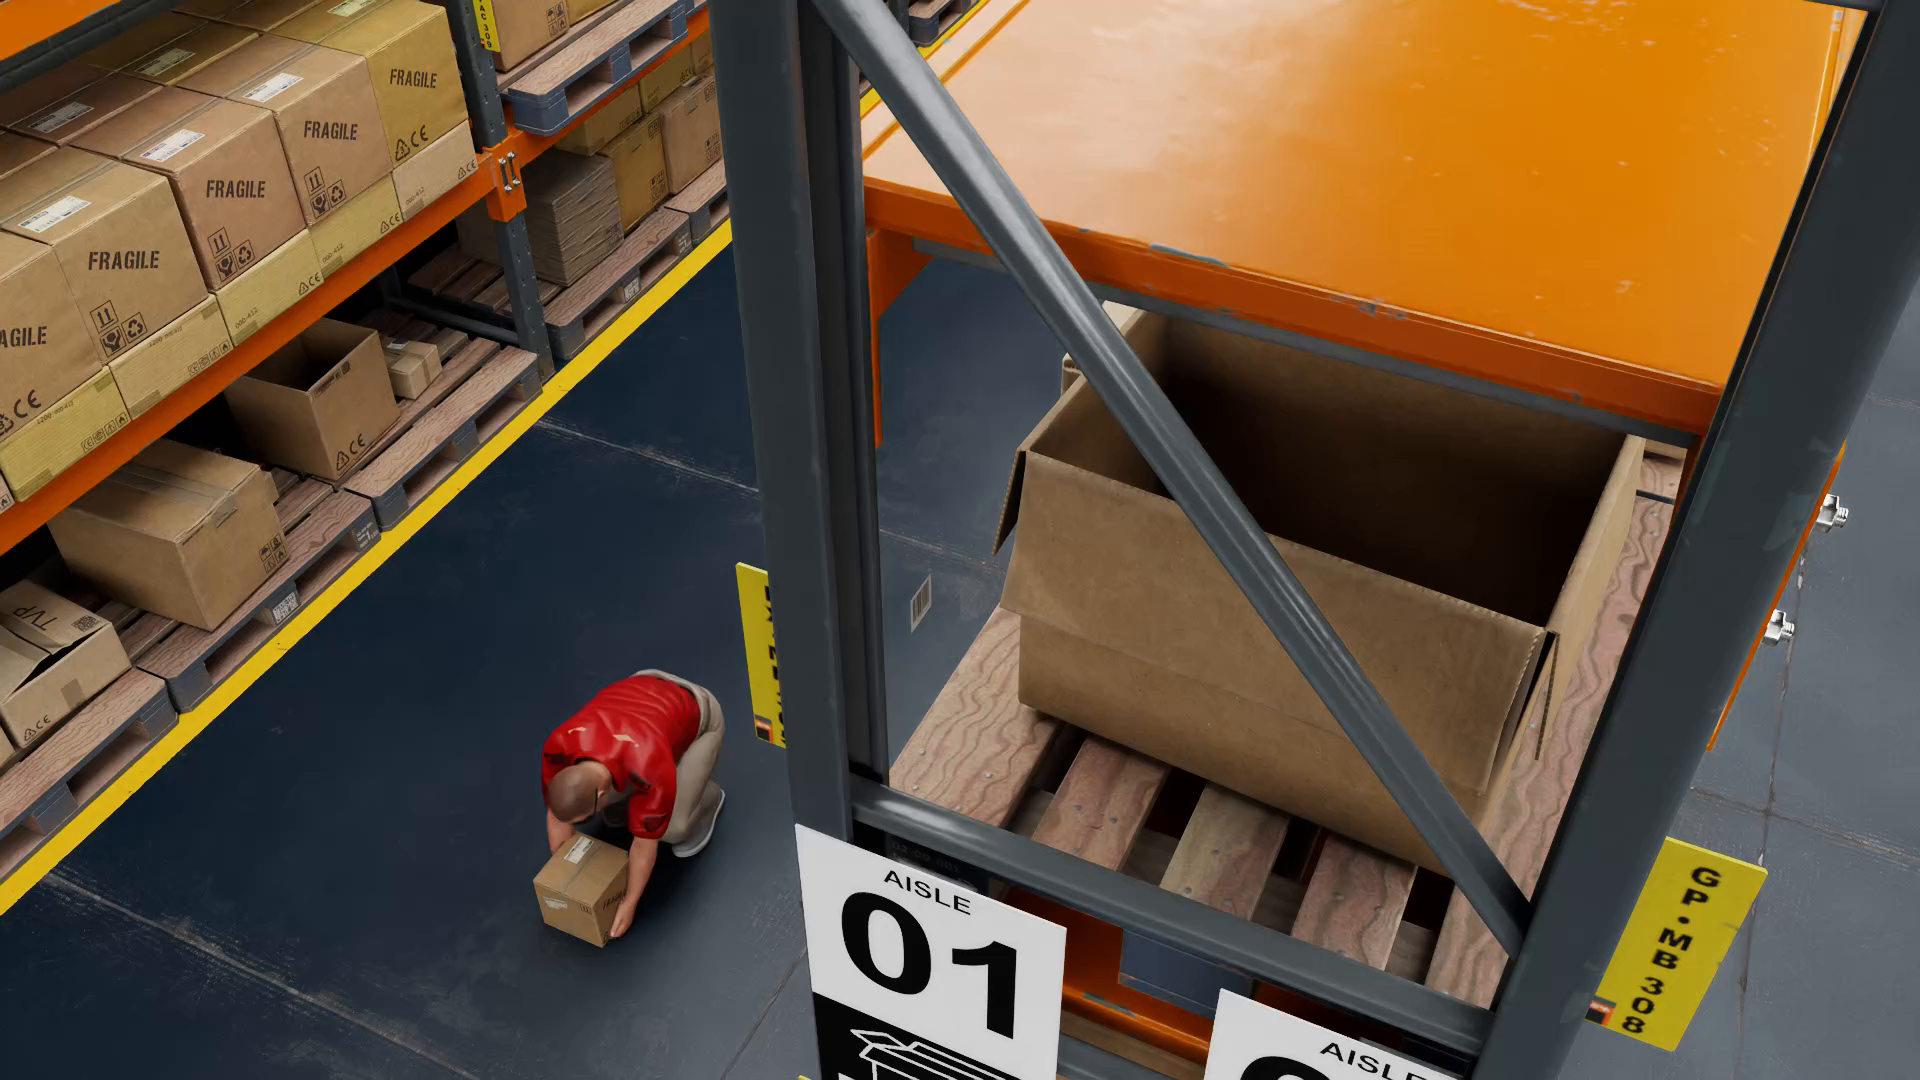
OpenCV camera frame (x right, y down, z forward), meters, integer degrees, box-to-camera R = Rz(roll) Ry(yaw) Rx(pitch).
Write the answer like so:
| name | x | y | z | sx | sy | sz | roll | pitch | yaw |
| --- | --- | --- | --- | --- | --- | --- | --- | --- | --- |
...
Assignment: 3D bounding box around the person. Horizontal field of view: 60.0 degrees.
| name | x | y | z | sx | sy | sz | roll | pitch | yaw |
| --- | --- | --- | --- | --- | --- | --- | --- | --- | --- |
| person | -1.124 | 0.431 | 5.699 | 0.494 | 1.714 | 0.538 | 18 | 45 | 19 |
